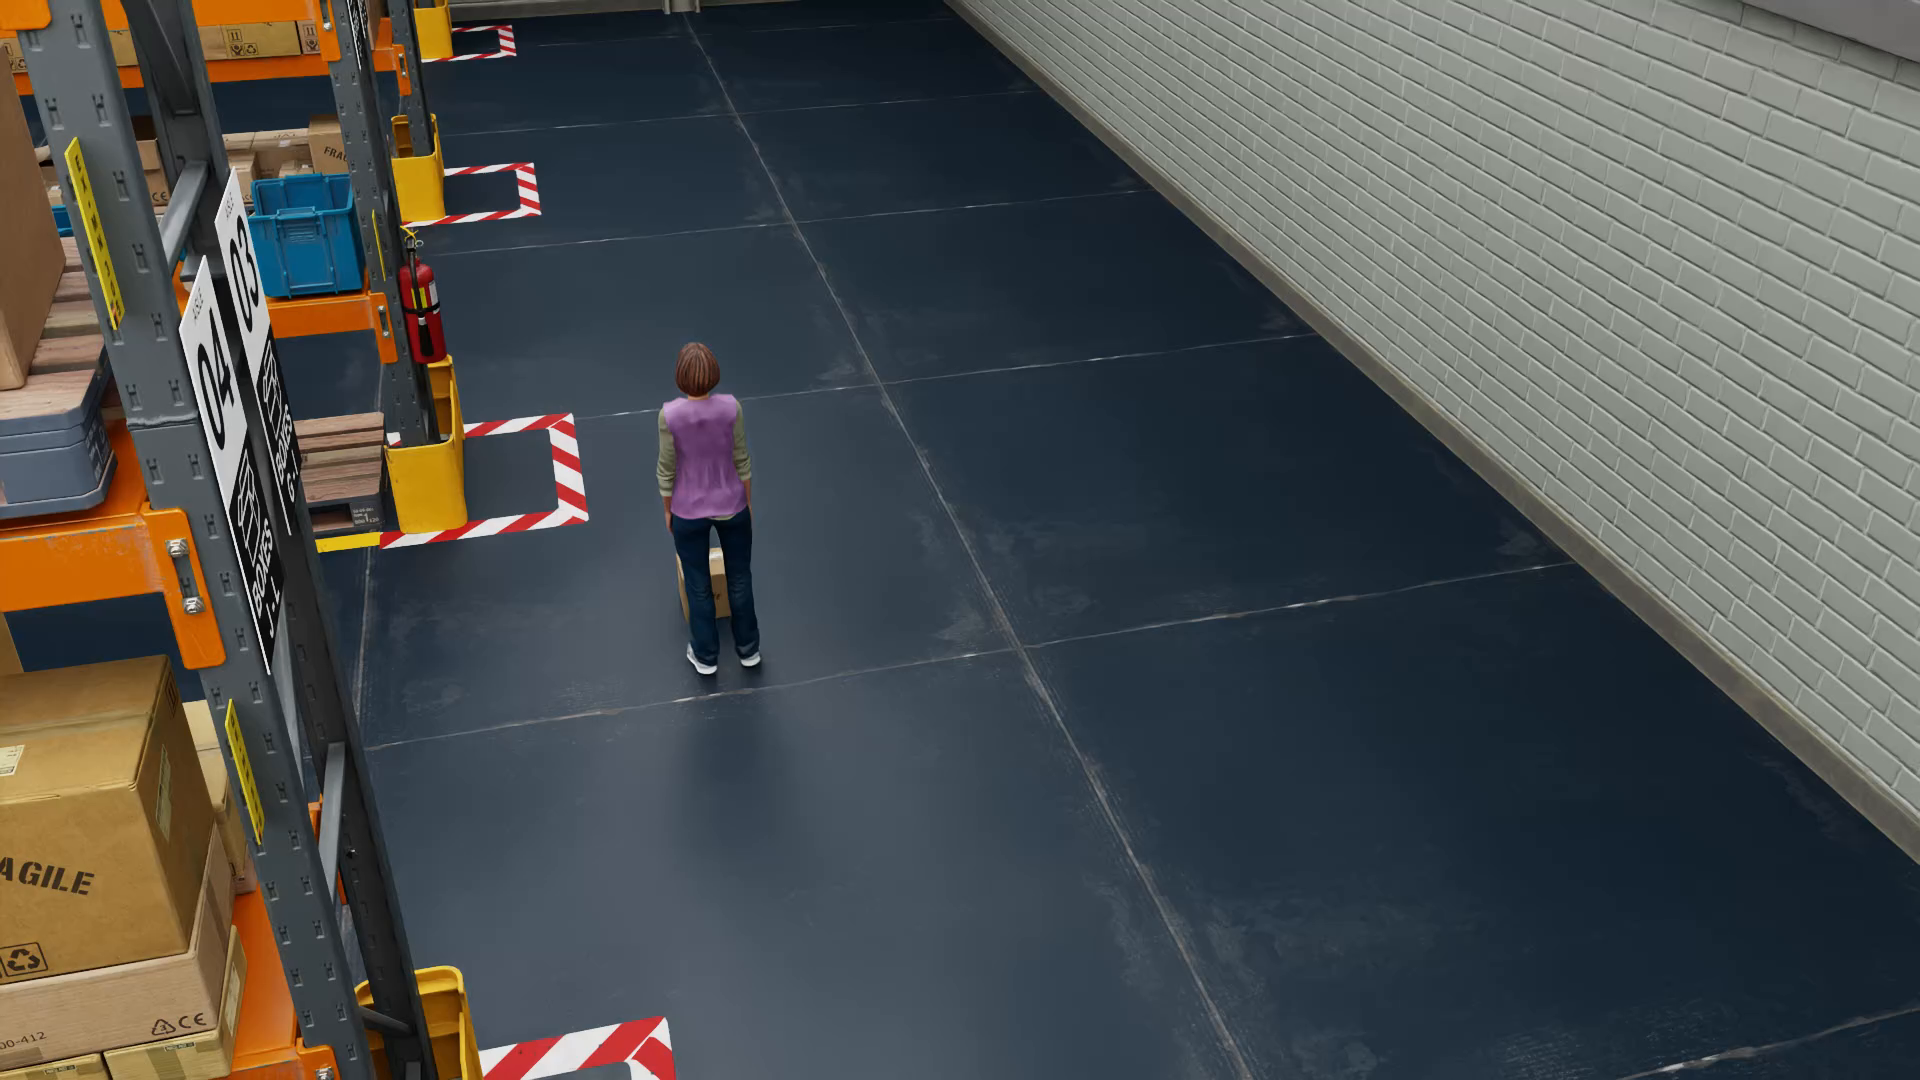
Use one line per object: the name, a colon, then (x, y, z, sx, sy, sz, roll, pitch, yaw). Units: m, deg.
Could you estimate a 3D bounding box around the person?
person: (-1.116, -0.124, 7.350, 0.411, 1.583, 0.323, -8, 31, -12)
